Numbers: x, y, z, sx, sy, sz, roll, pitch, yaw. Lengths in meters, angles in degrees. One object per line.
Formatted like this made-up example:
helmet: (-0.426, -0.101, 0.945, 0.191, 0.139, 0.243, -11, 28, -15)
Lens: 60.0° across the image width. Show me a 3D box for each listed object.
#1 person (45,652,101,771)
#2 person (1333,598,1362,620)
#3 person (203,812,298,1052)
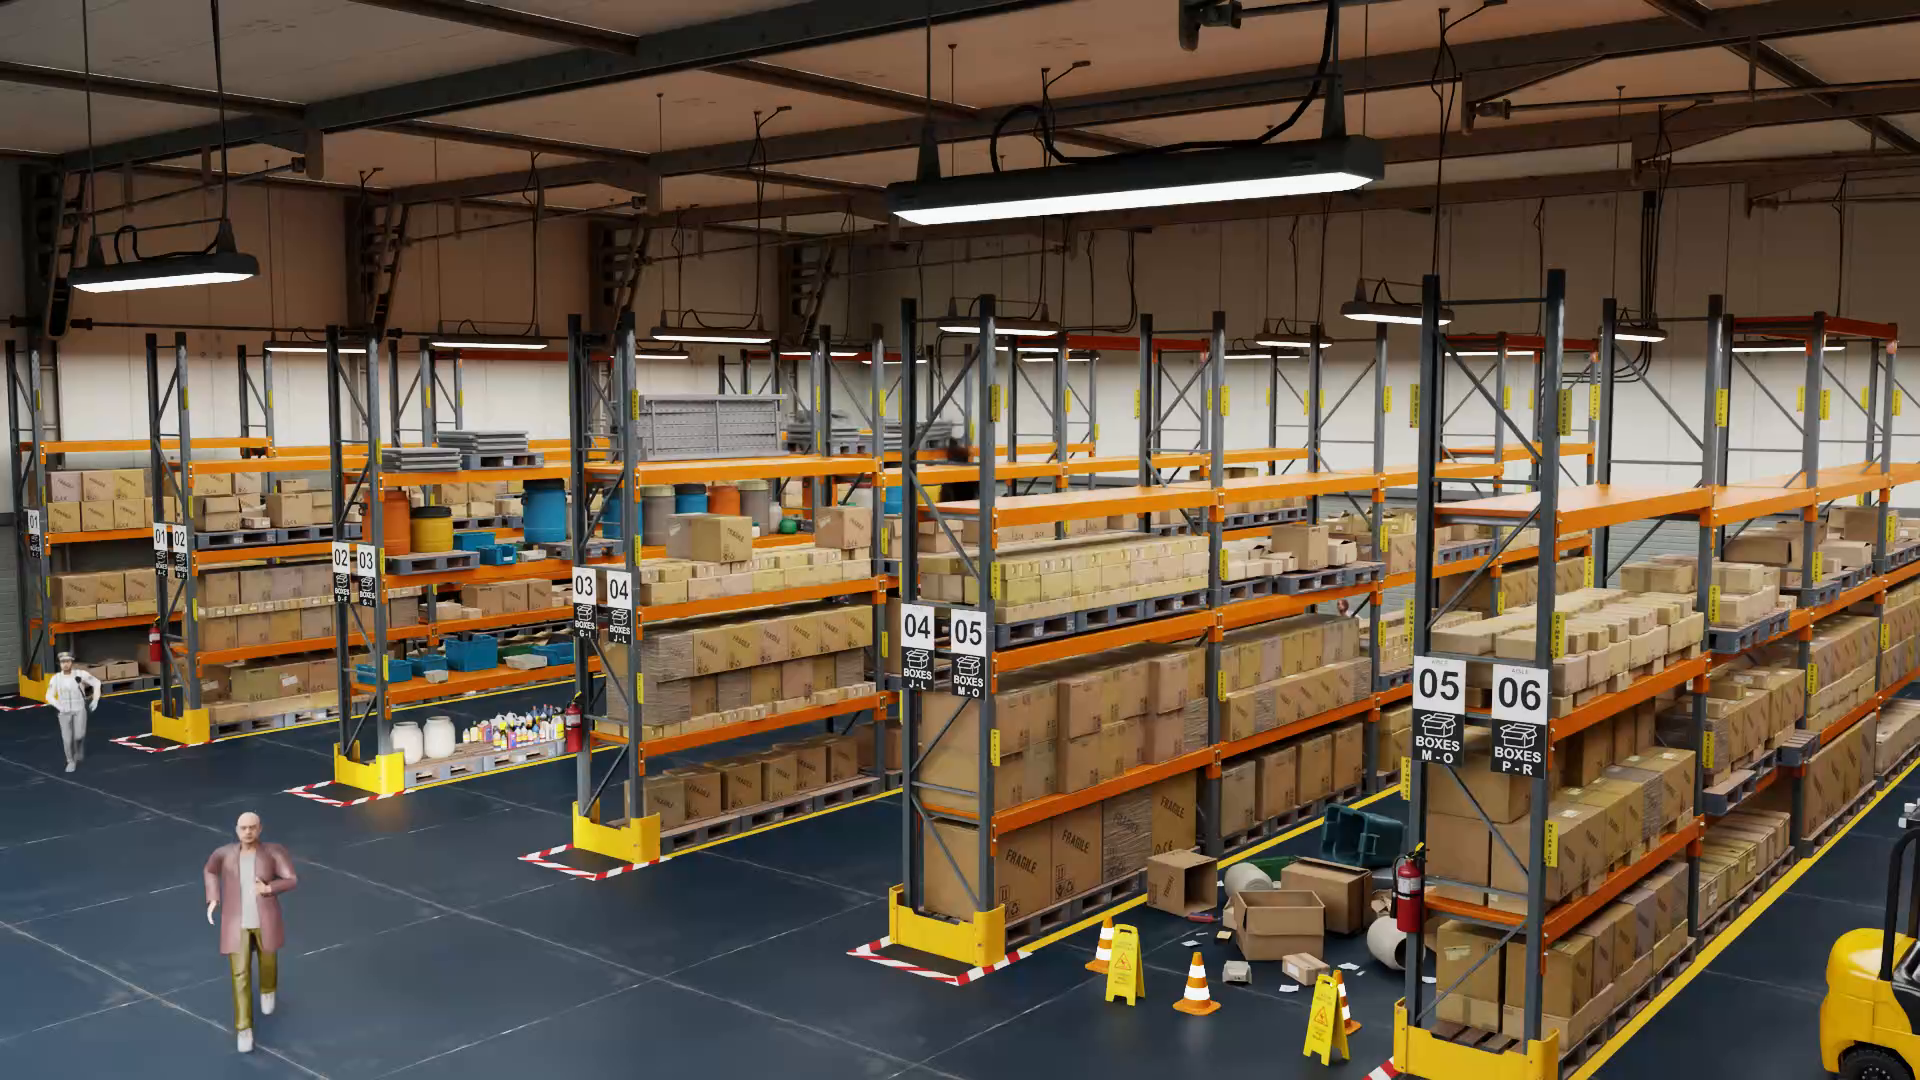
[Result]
person: (-11.998, 2.321, 22.502, 0.649, 1.658, 0.648, -2, 6, -22)
person: (6.664, 1.801, 28.749, 0.523, 1.590, 0.619, 4, 7, 38)
person: (-5.667, 3.054, 13.305, 0.703, 1.765, 1.064, -2, 6, -21)
